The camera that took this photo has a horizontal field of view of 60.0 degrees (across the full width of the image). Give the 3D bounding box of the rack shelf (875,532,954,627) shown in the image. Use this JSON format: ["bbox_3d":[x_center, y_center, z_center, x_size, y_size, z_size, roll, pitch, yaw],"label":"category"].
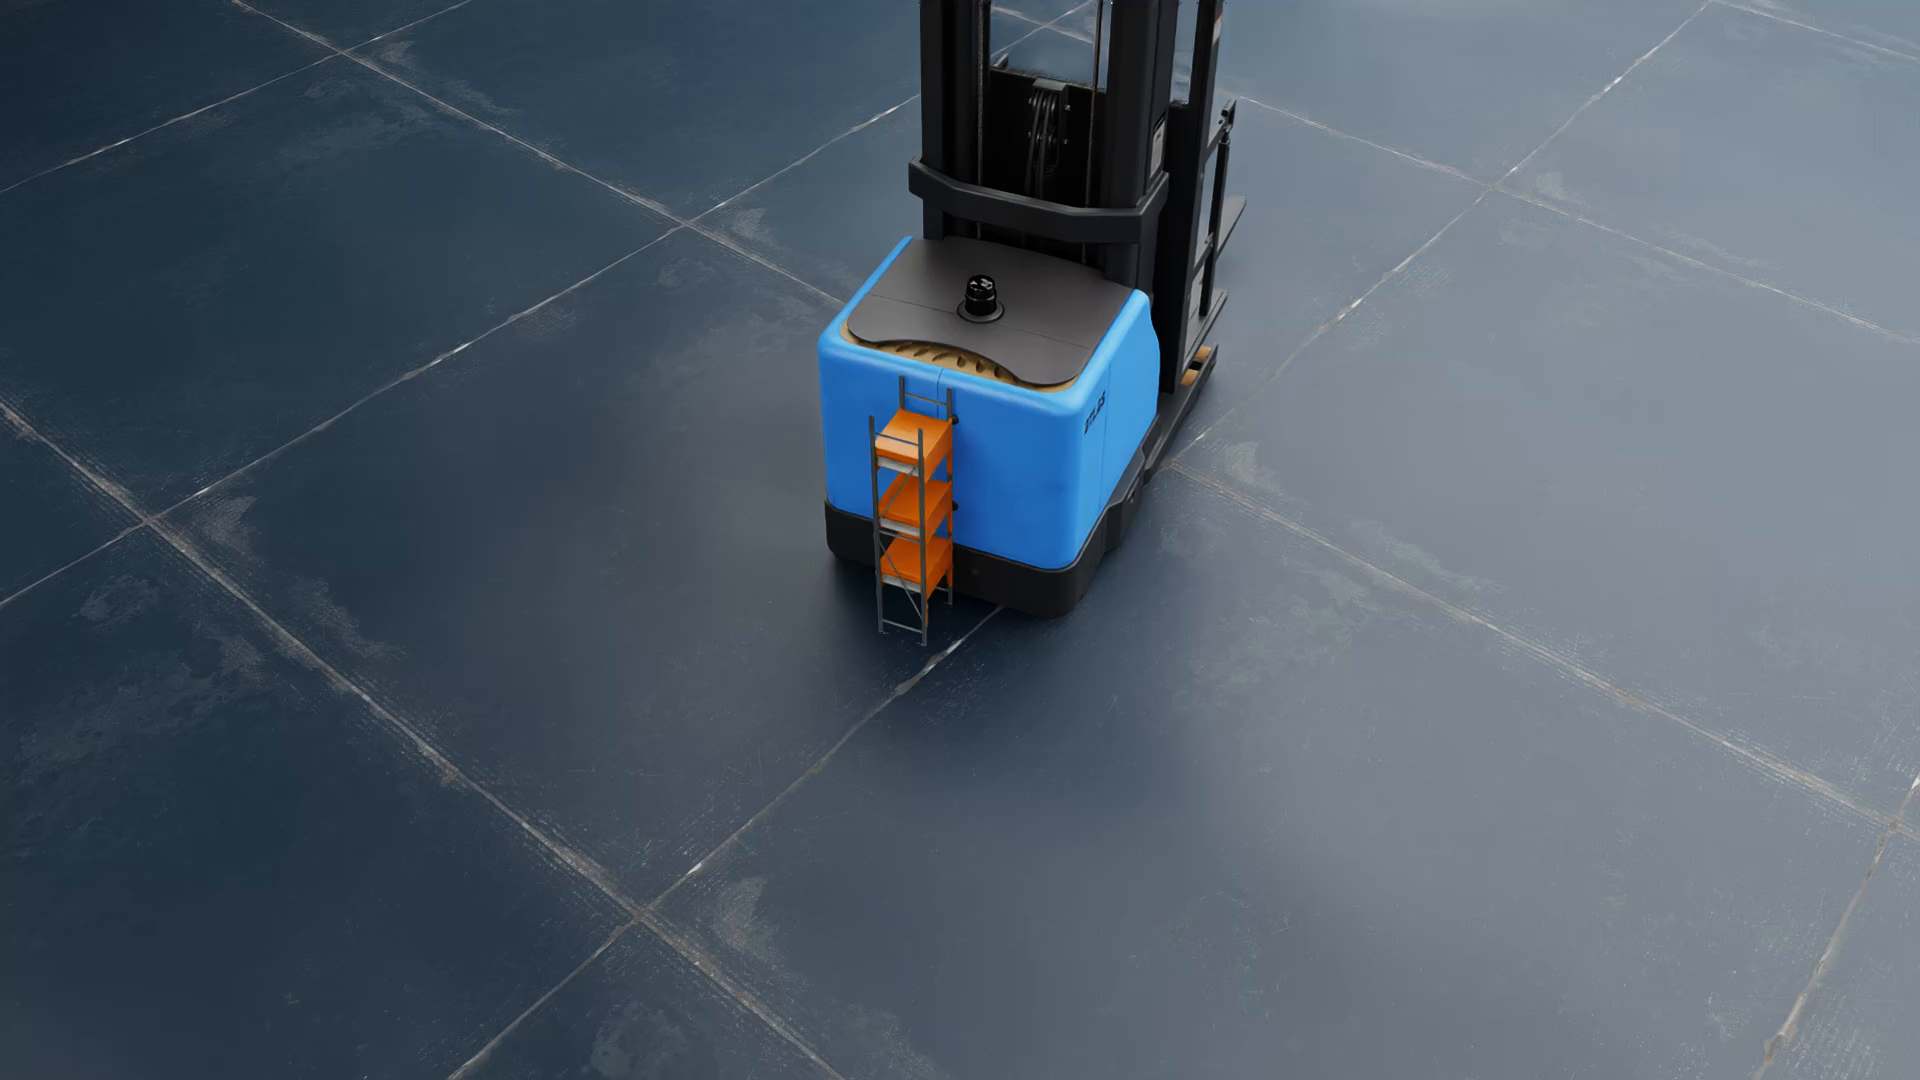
[{"bbox_3d":[-0.169,0.129,6.257,0.215,0.259,0.240,16,45,17],"label":"rack shelf"}]

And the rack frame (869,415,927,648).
[{"bbox_3d":[-0.218,-0.009,5.980,0.200,1.050,0.008,16,45,17],"label":"rack frame"}]

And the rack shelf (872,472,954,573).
[{"bbox_3d":[-0.169,-0.077,6.070,0.215,0.259,0.240,16,45,17],"label":"rack shelf"}]

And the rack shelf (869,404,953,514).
[{"bbox_3d":[-0.169,-0.287,5.879,0.215,0.259,0.240,16,45,17],"label":"rack shelf"}]

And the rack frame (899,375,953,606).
[{"bbox_3d":[-0.121,-0.160,6.146,0.200,1.050,0.008,16,45,17],"label":"rack frame"}]

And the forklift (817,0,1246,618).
[{"bbox_3d":[0.517,-1.787,6.536,1.130,2.935,3.031,16,45,17],"label":"forklift"}]

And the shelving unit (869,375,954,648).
[{"bbox_3d":[-0.169,-0.085,6.063,0.215,1.050,0.252,16,45,17],"label":"shelving unit"}]
